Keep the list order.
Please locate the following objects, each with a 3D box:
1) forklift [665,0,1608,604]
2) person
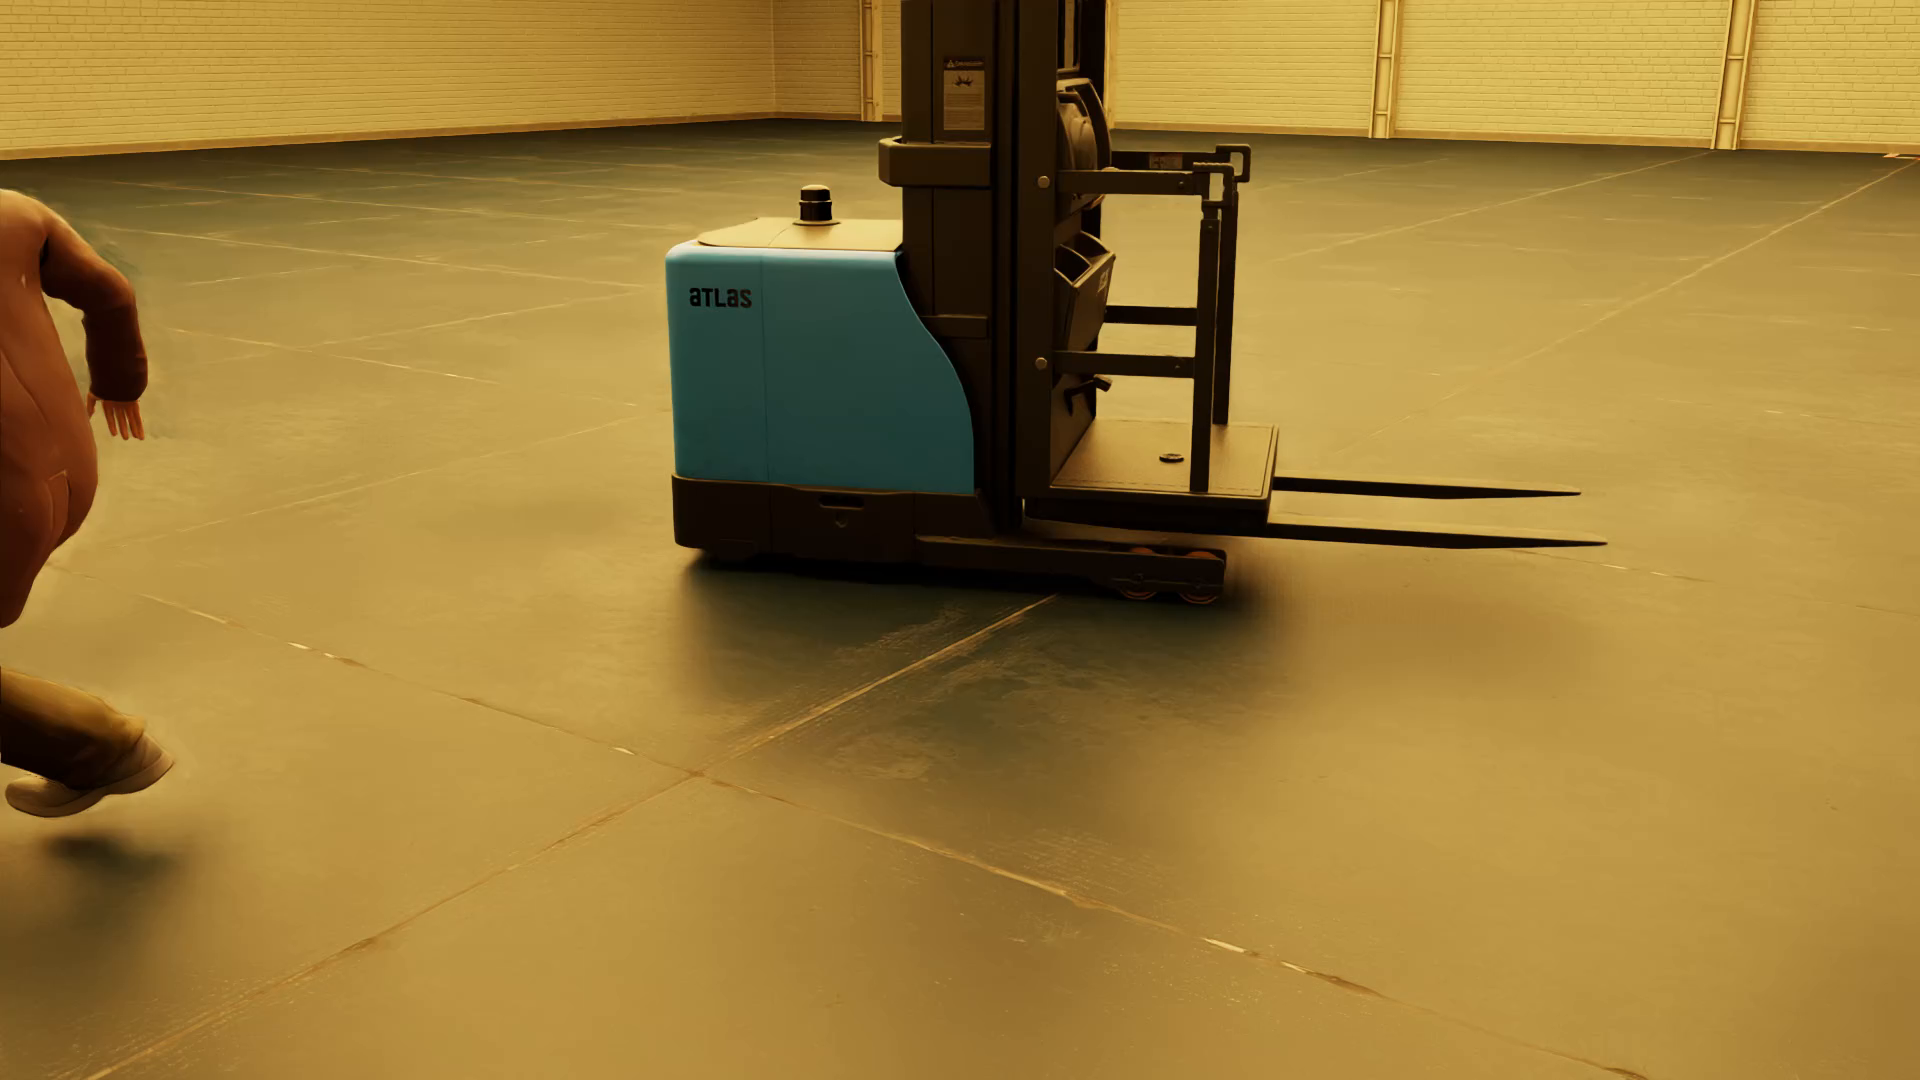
[{"bbox_3d":[0.595,-1.367,5.404,3.031,2.935,1.130,4,17,12],"label":"forklift"},{"bbox_3d":[-2.209,-0.157,3.646,0.911,1.641,0.926,3,17,11],"label":"person"}]
